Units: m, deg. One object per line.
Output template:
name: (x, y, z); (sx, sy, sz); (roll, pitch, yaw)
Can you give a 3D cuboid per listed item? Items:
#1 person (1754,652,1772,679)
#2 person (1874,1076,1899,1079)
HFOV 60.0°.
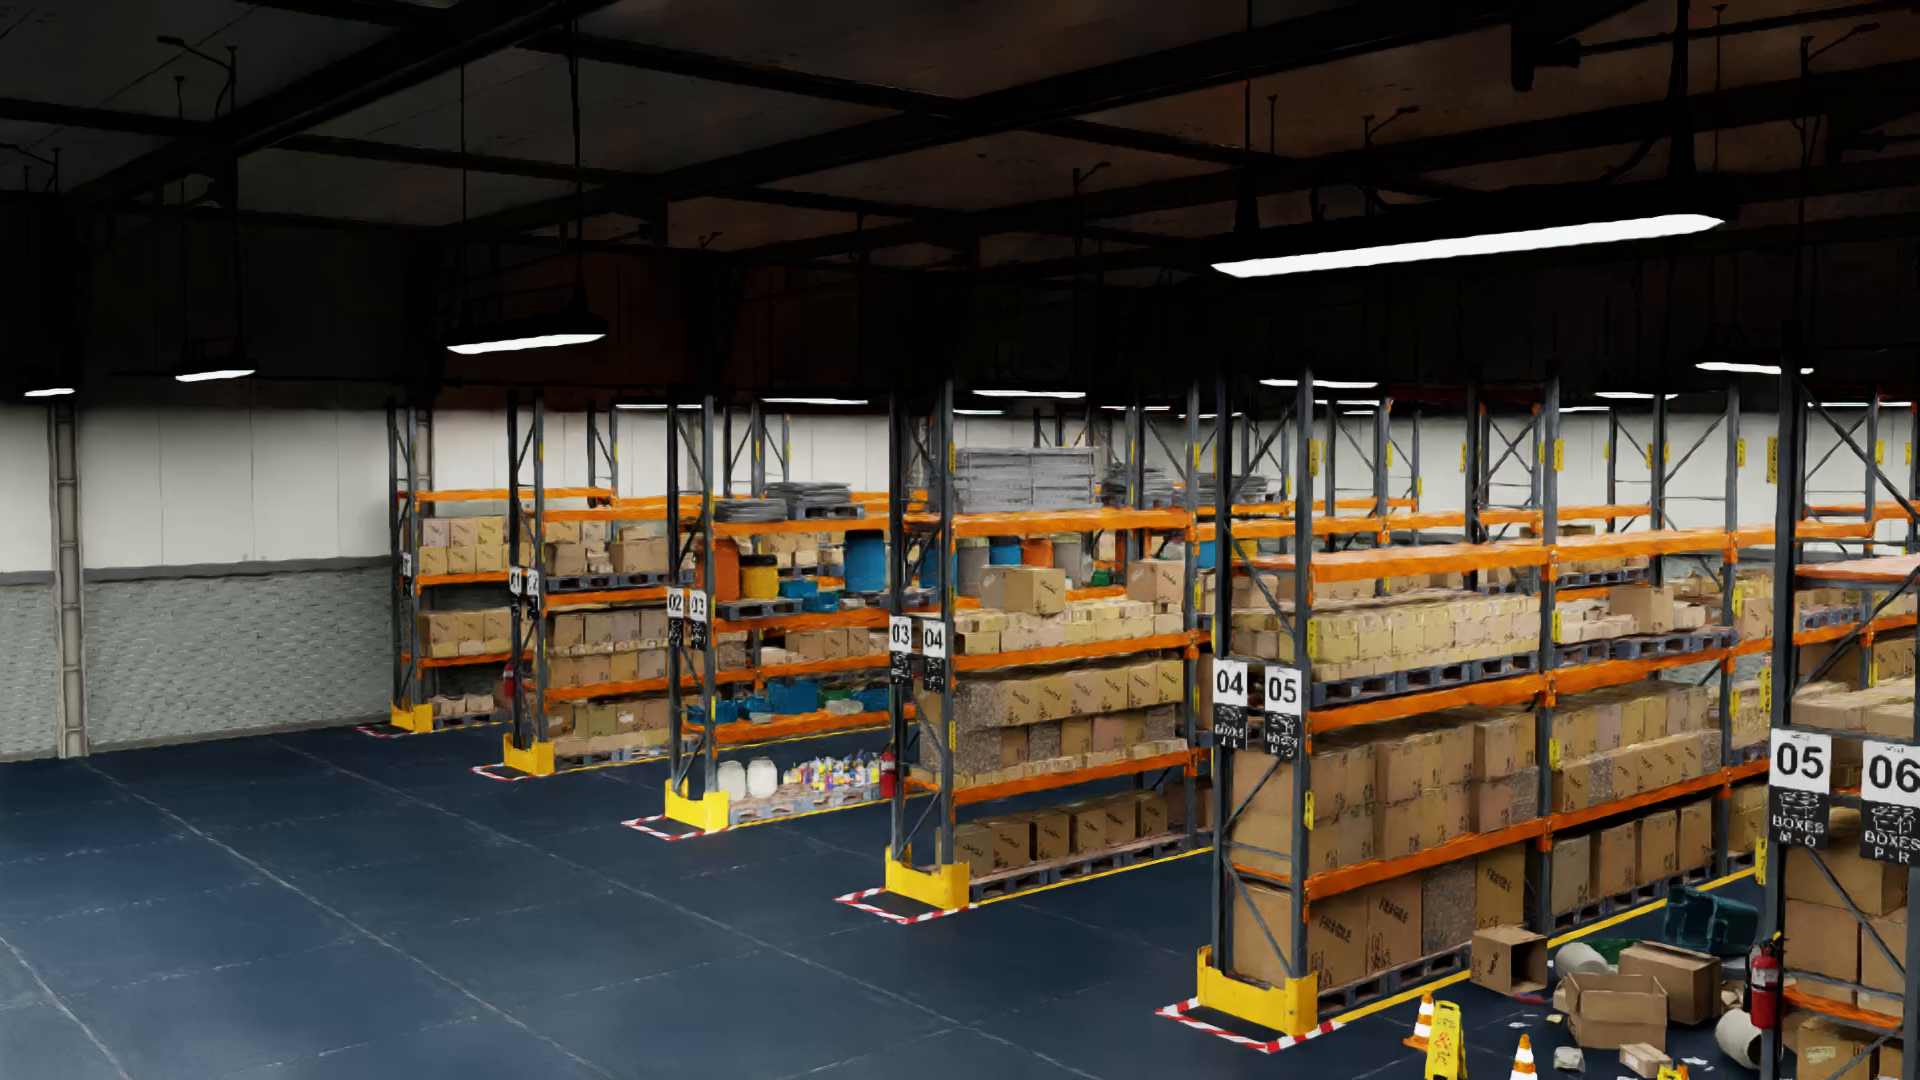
person: (13.846, 2.705, 28.393); (0.507, 1.619, 0.598); (-3, 5, -42)
person: (5.101, 3.761, 8.889); (0.578, 1.776, 0.583); (0, 3, -4)
